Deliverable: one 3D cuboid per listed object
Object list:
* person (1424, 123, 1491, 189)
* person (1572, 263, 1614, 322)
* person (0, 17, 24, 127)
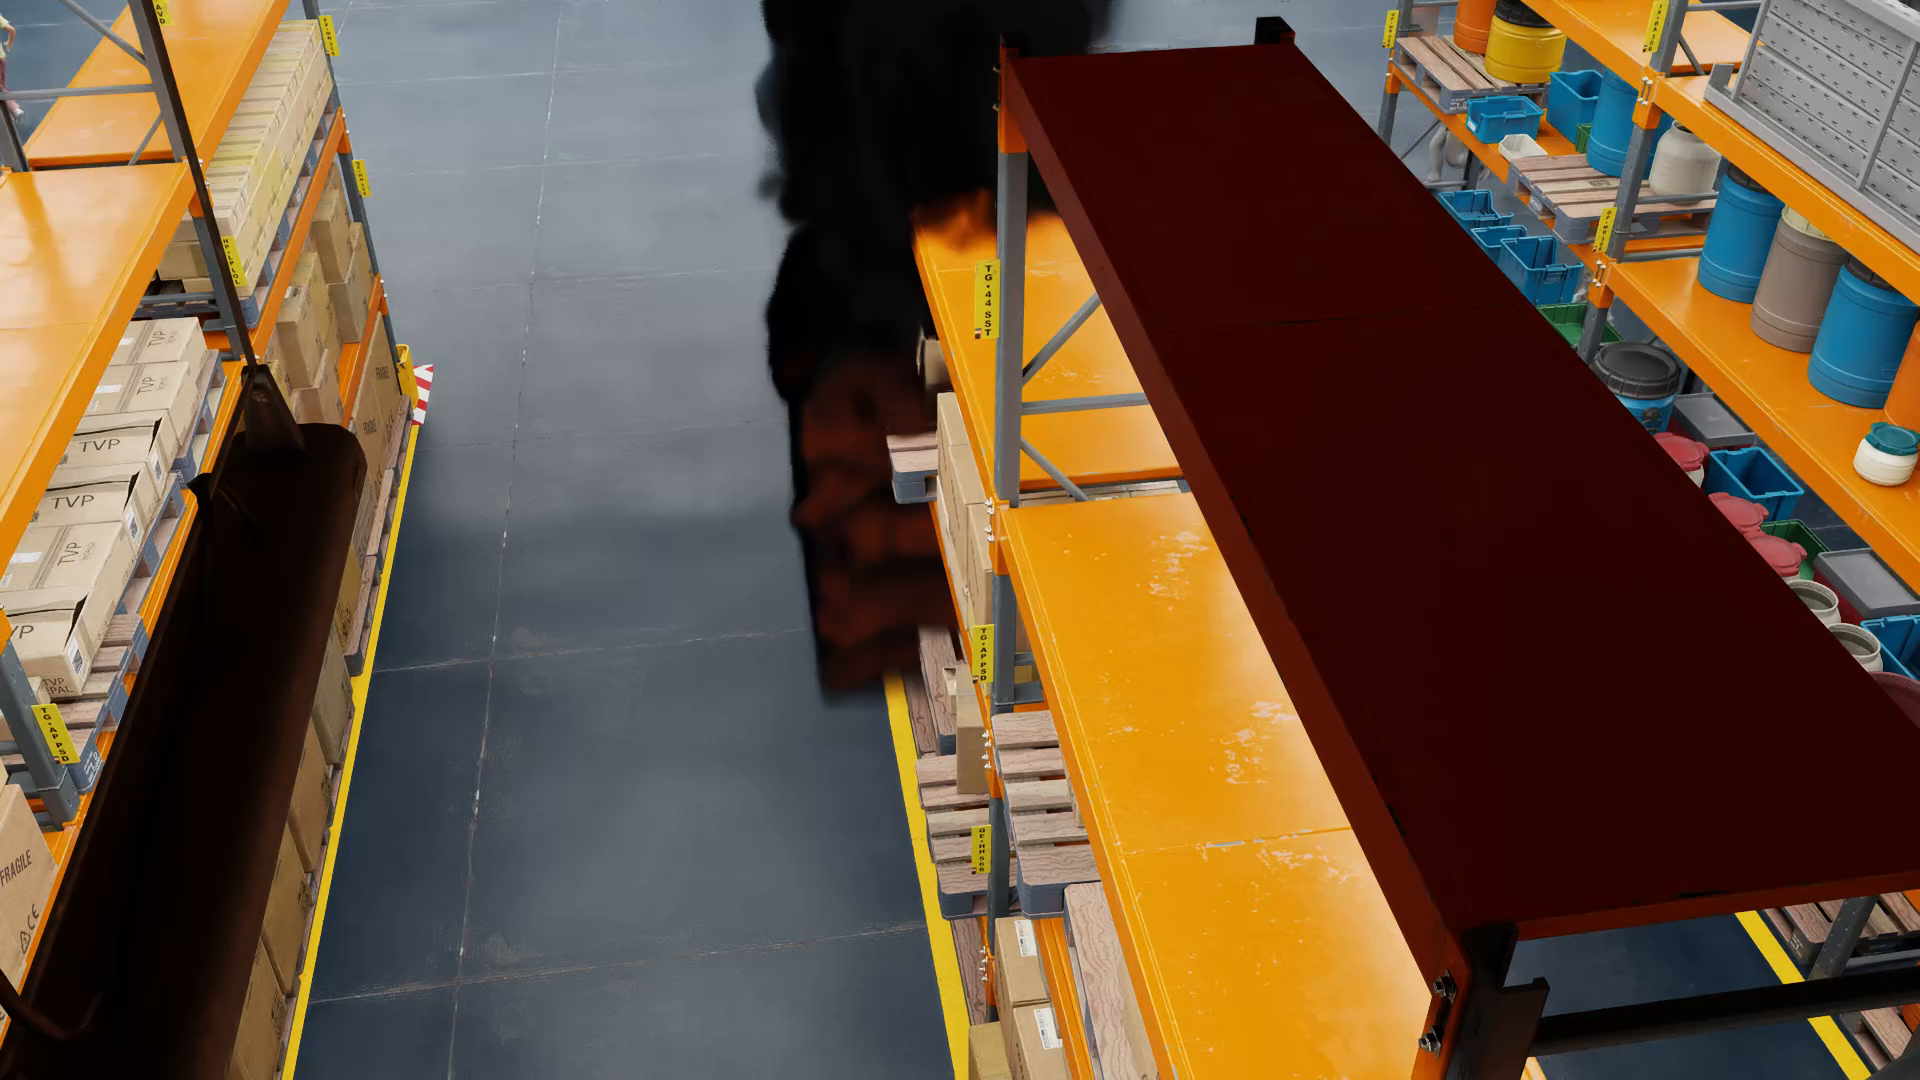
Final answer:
[{"bbox_3d":[5.577,-4.616,18.376,0.830,1.679,0.552,9,37,11],"label":"person"},{"bbox_3d":[5.967,-2.793,15.343,0.642,1.700,0.807,-10,38,-14],"label":"person"},{"bbox_3d":[-11.533,-5.722,19.828,0.907,1.645,0.605,27,44,32],"label":"person"}]
